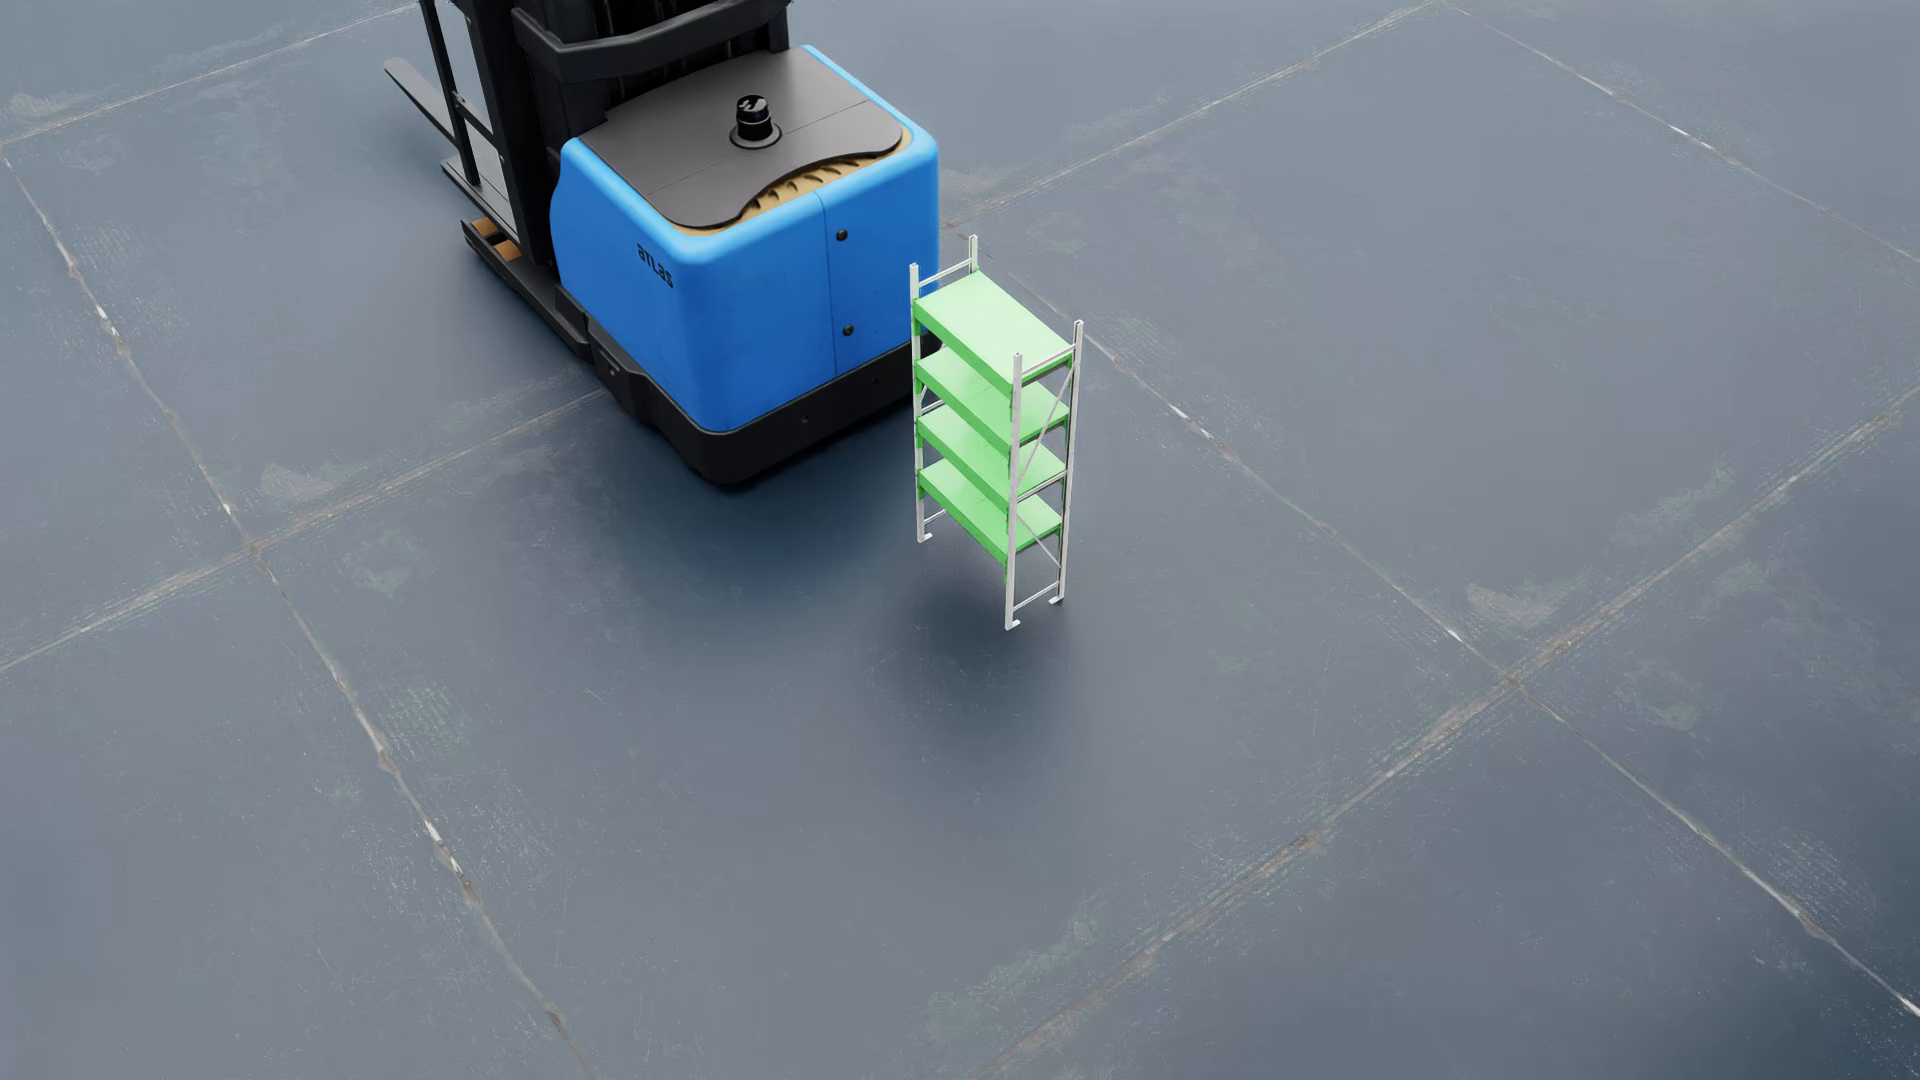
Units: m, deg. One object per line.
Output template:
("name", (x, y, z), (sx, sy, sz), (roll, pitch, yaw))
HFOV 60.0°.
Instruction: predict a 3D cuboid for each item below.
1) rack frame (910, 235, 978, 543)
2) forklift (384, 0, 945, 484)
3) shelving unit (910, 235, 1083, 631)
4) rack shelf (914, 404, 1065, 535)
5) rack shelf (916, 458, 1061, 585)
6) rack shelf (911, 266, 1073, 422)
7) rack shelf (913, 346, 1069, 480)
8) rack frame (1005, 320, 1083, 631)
("rack frame", (-0.048, -0.449, 5.347), (0.240, 1.200, 0.015), (-29, 54, -24))
("forklift", (-1.360, -2.224, 5.787), (1.130, 2.935, 3.031), (-30, 54, -24))
("shelving unit", (0.100, -0.305, 5.217), (0.258, 1.200, 0.503), (-29, 54, -24))
("rack shelf", (0.100, -0.262, 5.264), (0.258, 0.148, 0.480), (-29, 54, -24))
("rack shelf", (0.100, -0.101, 5.442), (0.258, 0.148, 0.480), (-29, 54, -24))
("rack shelf", (0.100, -0.585, 4.909), (0.258, 0.148, 0.480), (-29, 54, -24))
("rack shelf", (0.100, -0.424, 5.087), (0.258, 0.148, 0.480), (-29, 54, -24))
("rack frame", (0.248, -0.162, 5.087), (0.240, 1.200, 0.015), (-29, 54, -24))
